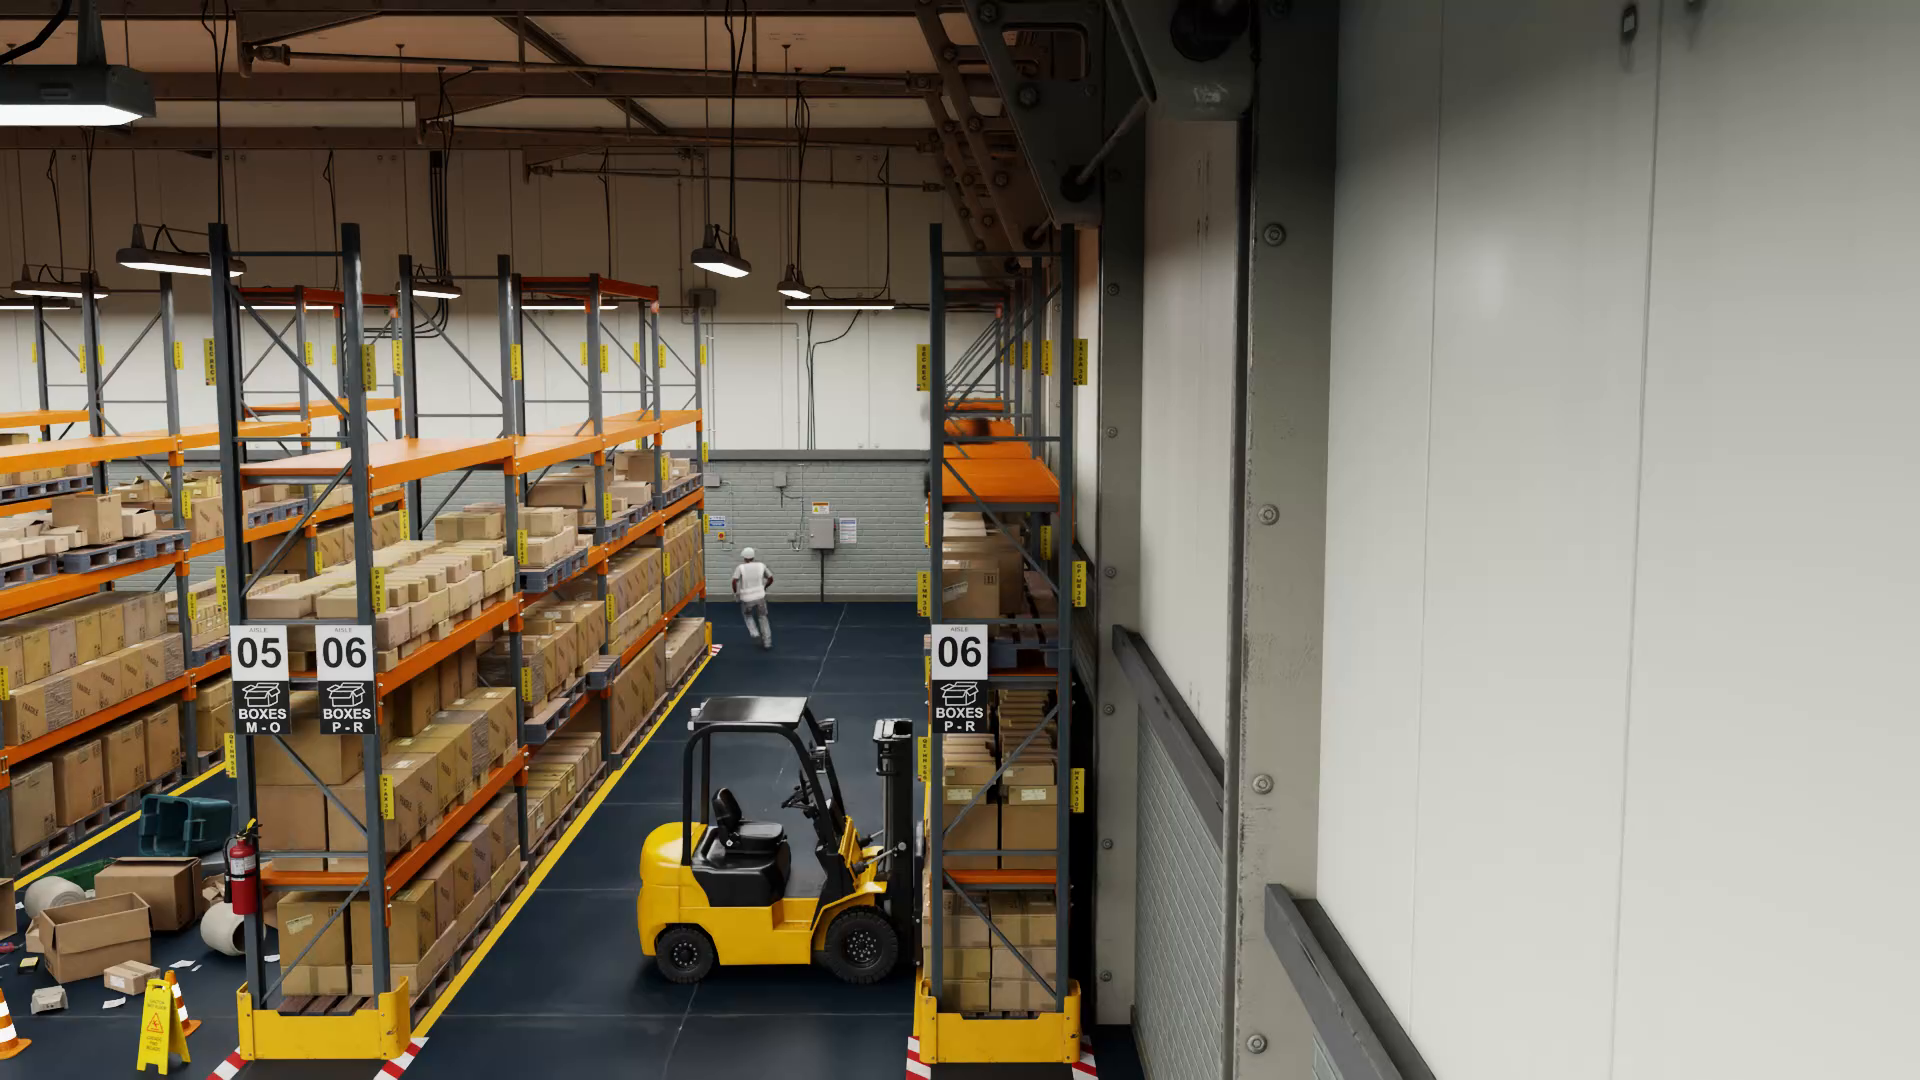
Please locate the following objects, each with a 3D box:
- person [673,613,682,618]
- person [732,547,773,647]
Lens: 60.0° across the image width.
[{"bbox_3d":[-5.168,1.003,29.012,0.948,1.593,0.540,1,7,5],"label":"person"},{"bbox_3d":[-3.578,0.979,28.513,0.743,1.732,0.601,-2,7,-18],"label":"person"}]
